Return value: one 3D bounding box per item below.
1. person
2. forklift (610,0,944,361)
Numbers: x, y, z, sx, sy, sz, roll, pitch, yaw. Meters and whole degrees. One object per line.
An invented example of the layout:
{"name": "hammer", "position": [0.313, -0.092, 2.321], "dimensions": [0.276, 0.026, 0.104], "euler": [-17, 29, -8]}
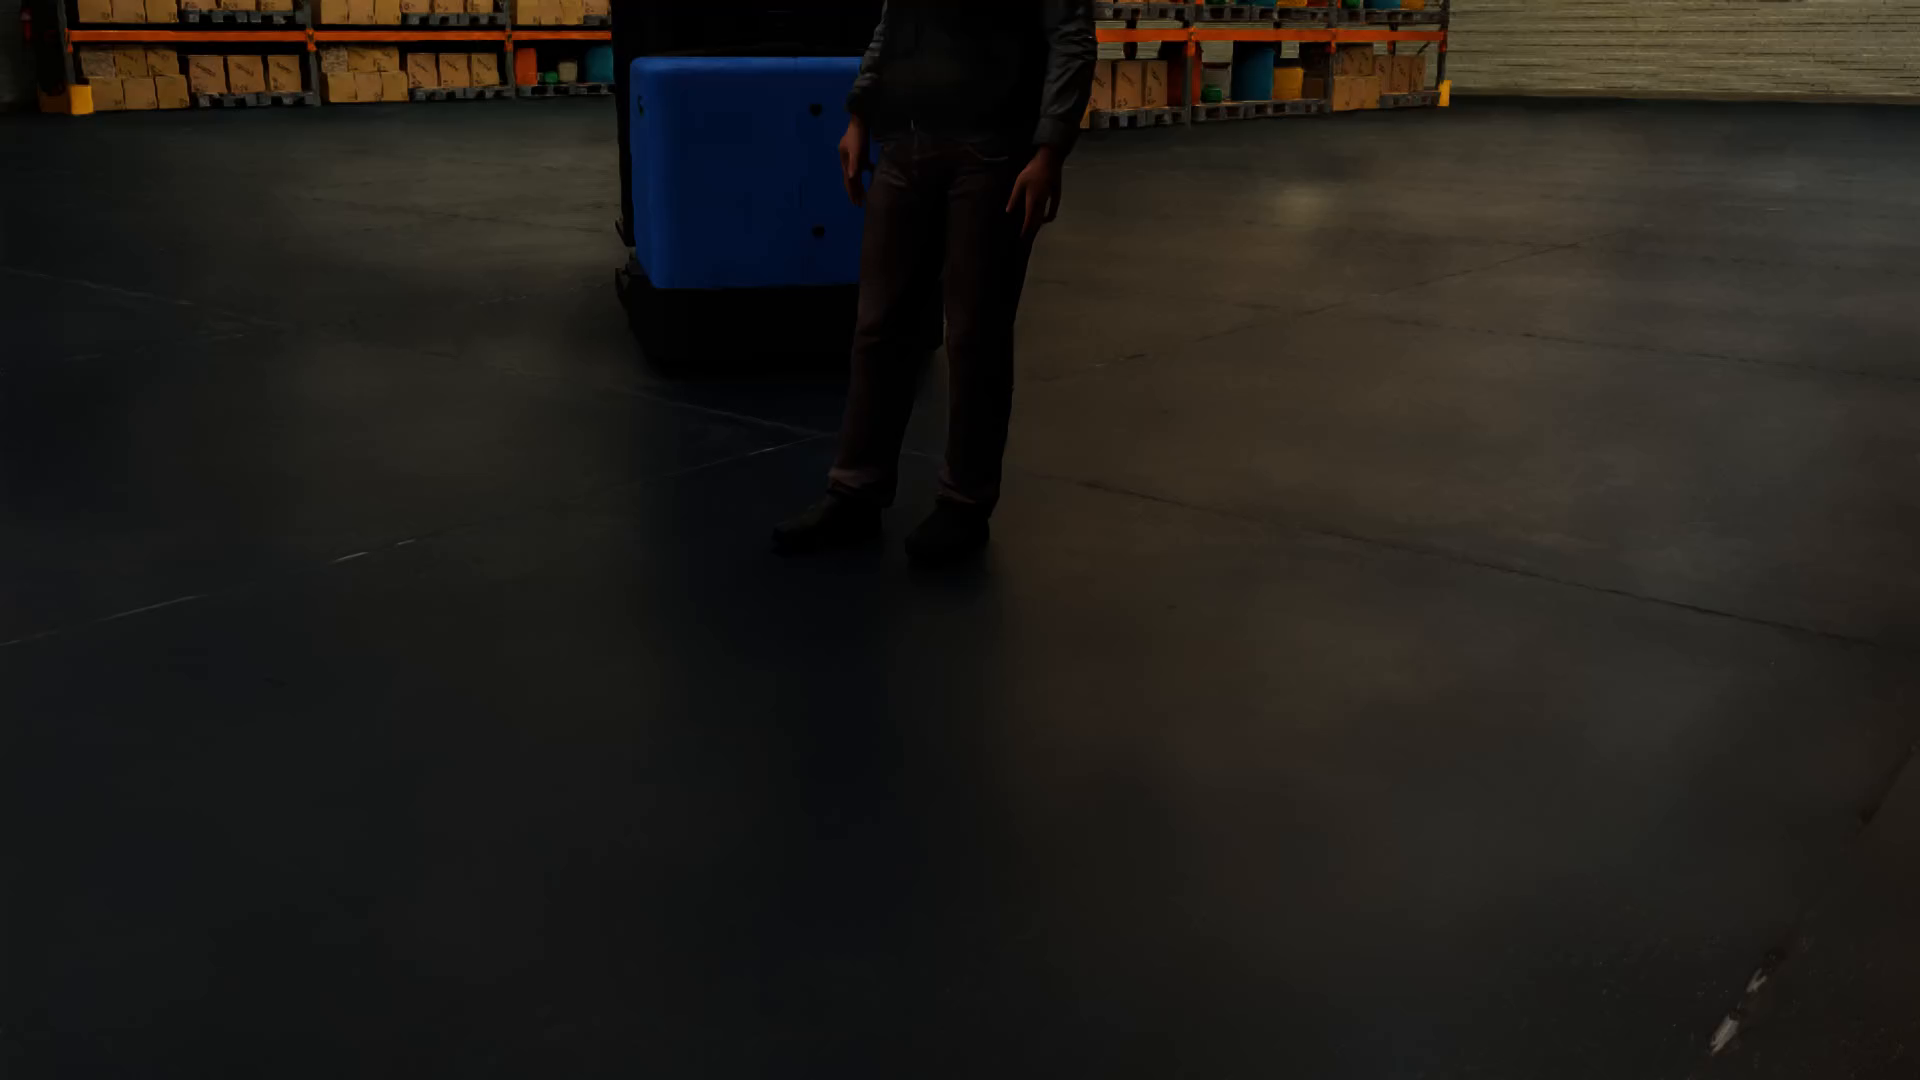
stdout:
{"name": "person", "position": [-0.046, -0.818, 3.649], "dimensions": [0.632, 1.720, 0.567], "euler": [13, 21, 37]}
{"name": "forklift", "position": [-0.915, -2.418, 6.862], "dimensions": [1.130, 2.935, 3.031], "euler": [-4, 17, -14]}
